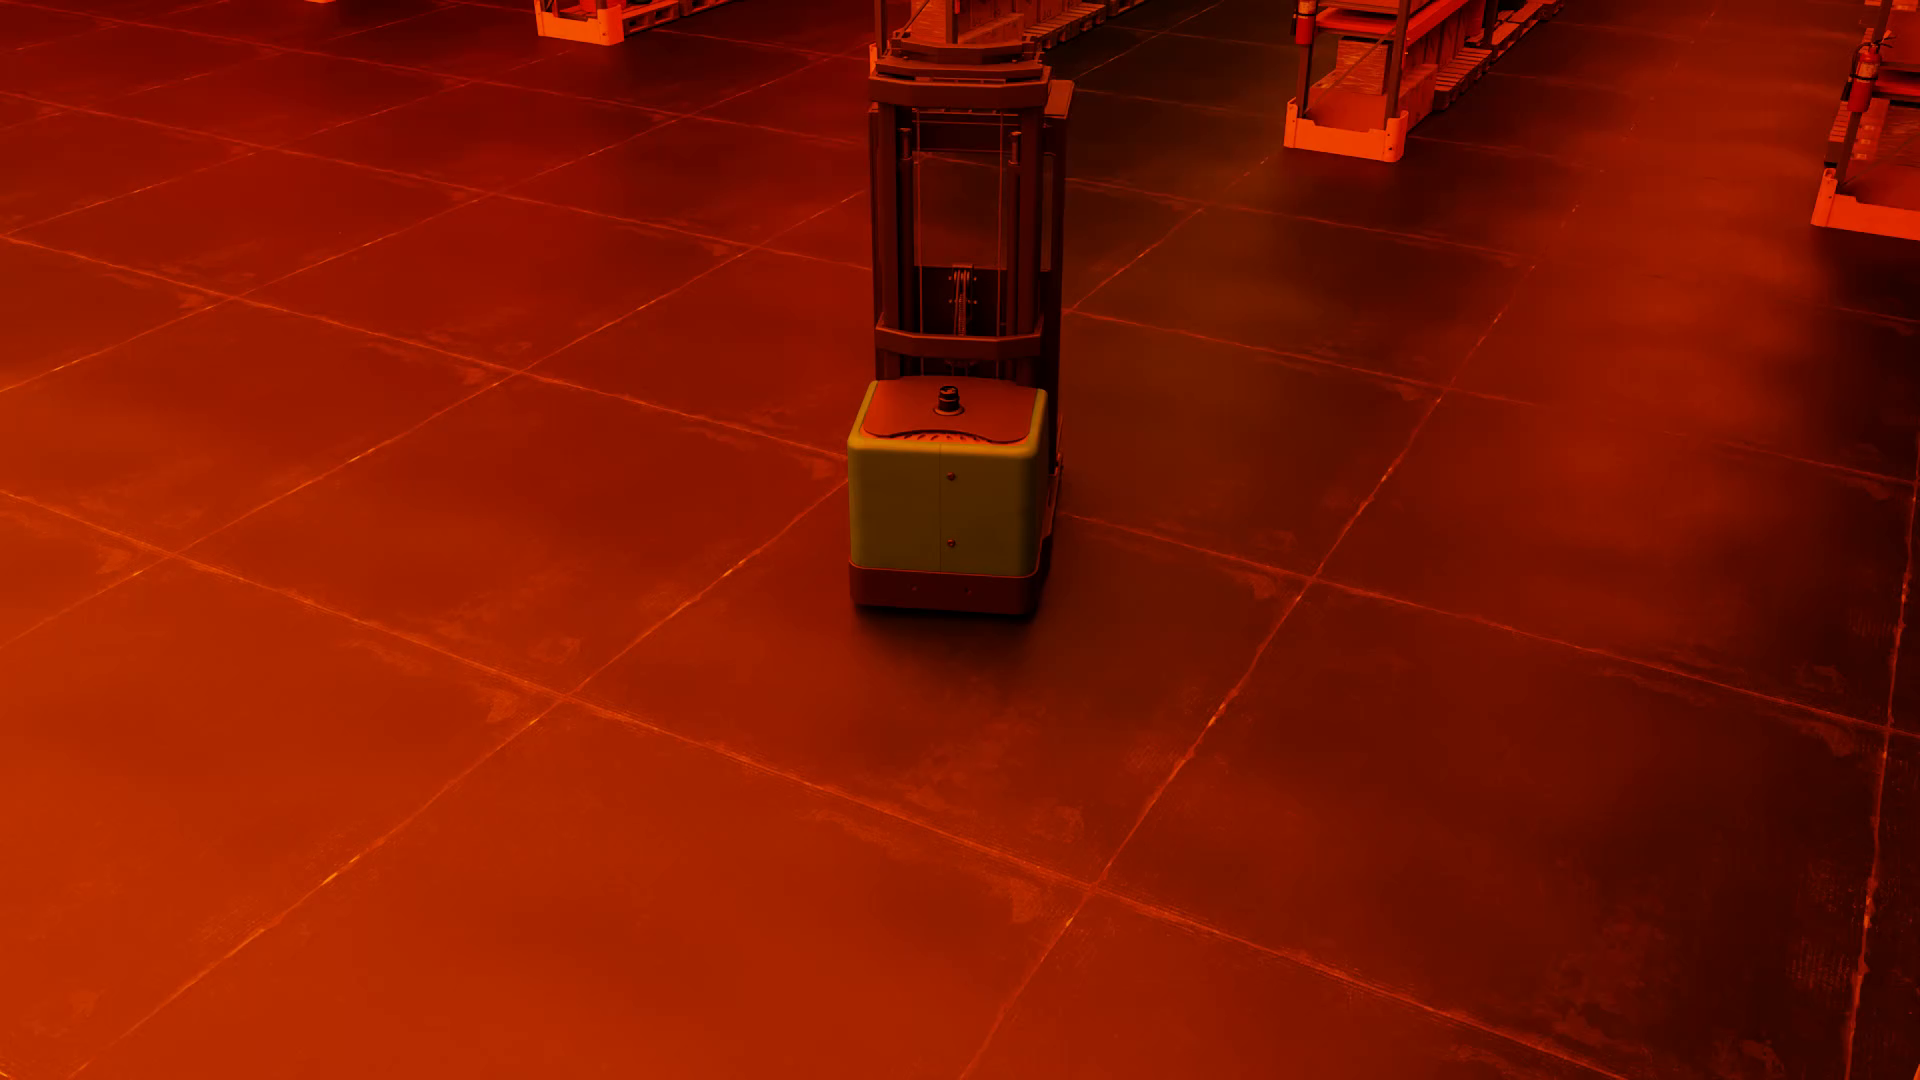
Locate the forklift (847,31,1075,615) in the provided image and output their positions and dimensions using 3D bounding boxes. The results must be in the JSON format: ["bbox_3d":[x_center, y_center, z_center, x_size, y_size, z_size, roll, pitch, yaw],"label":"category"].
[{"bbox_3d":[0.072,-1.572,9.794,1.130,2.935,3.031,3,30,6],"label":"forklift"}]
